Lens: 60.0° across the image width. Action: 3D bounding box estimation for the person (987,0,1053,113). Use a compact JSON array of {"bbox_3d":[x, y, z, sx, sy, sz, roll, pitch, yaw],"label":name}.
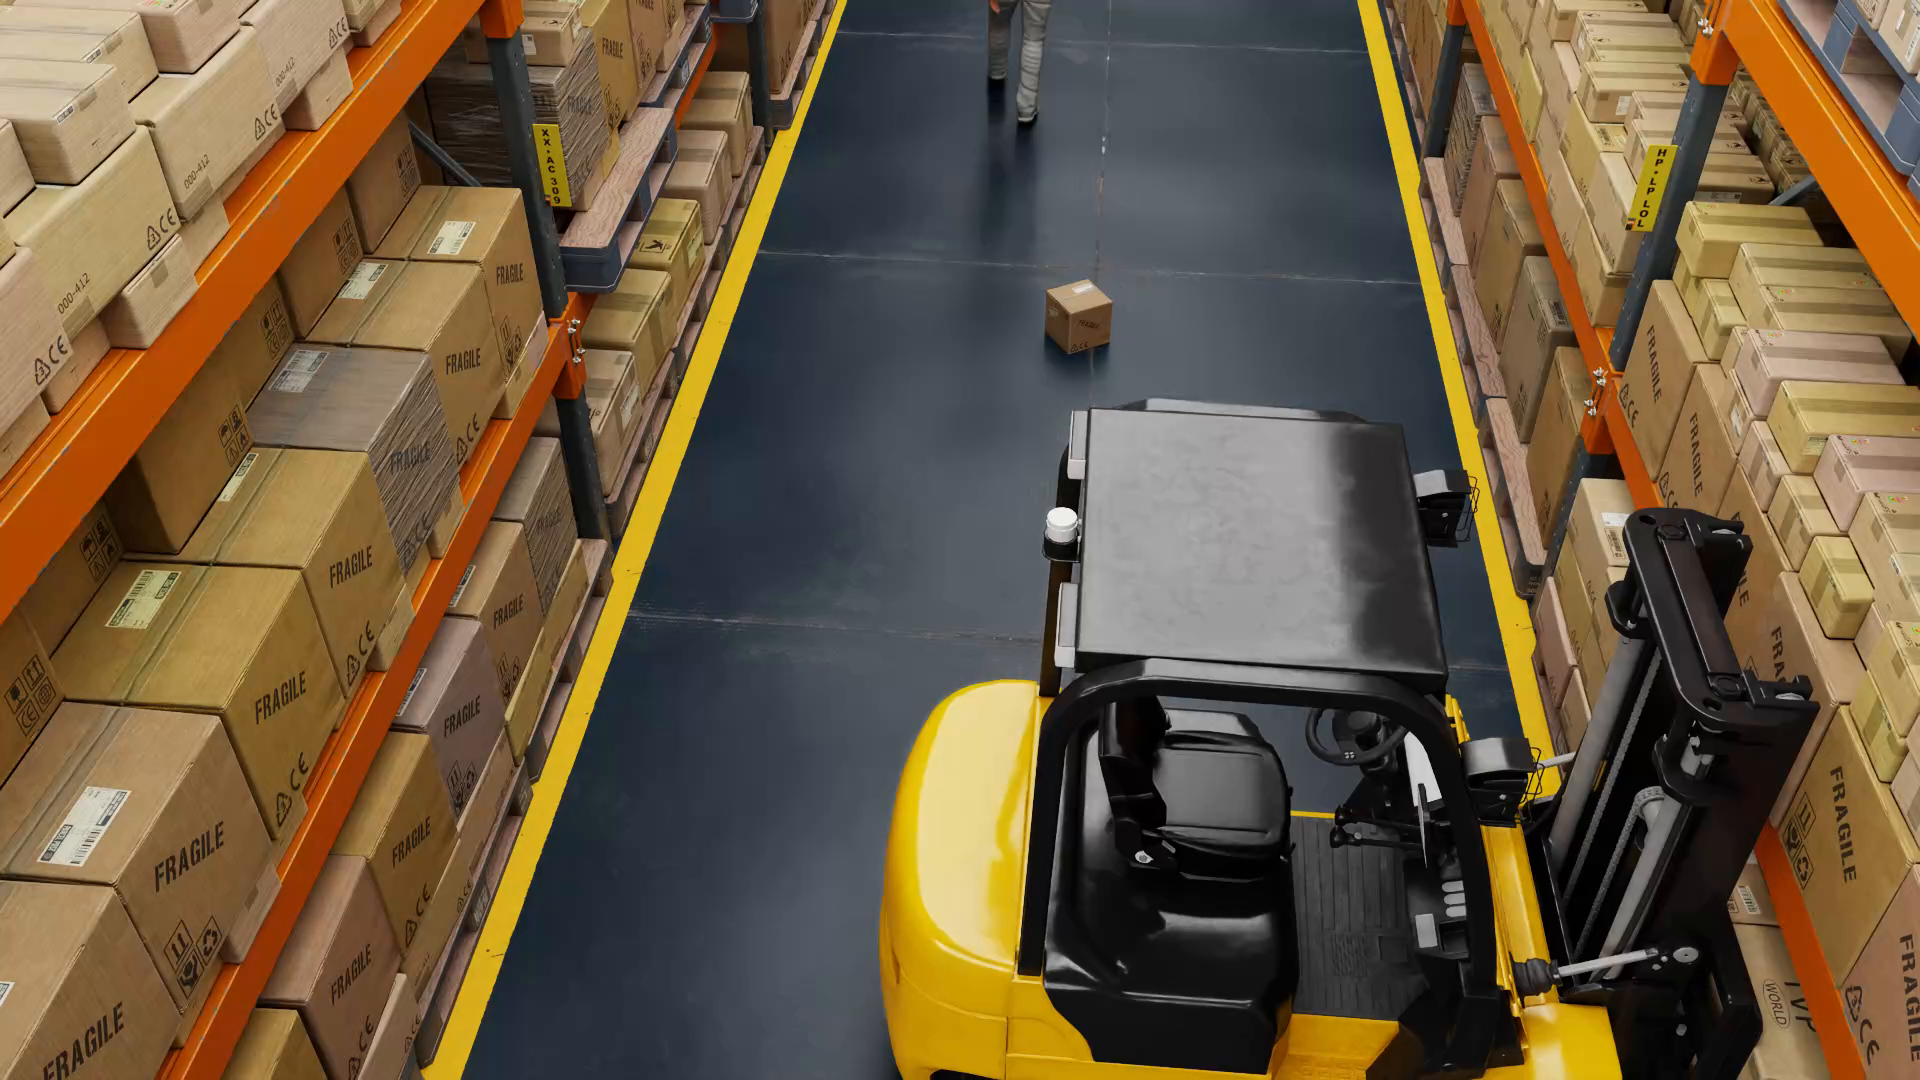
[{"bbox_3d":[0.388,-3.494,10.197,0.490,1.555,0.729,2,40,2],"label":"person"}]
